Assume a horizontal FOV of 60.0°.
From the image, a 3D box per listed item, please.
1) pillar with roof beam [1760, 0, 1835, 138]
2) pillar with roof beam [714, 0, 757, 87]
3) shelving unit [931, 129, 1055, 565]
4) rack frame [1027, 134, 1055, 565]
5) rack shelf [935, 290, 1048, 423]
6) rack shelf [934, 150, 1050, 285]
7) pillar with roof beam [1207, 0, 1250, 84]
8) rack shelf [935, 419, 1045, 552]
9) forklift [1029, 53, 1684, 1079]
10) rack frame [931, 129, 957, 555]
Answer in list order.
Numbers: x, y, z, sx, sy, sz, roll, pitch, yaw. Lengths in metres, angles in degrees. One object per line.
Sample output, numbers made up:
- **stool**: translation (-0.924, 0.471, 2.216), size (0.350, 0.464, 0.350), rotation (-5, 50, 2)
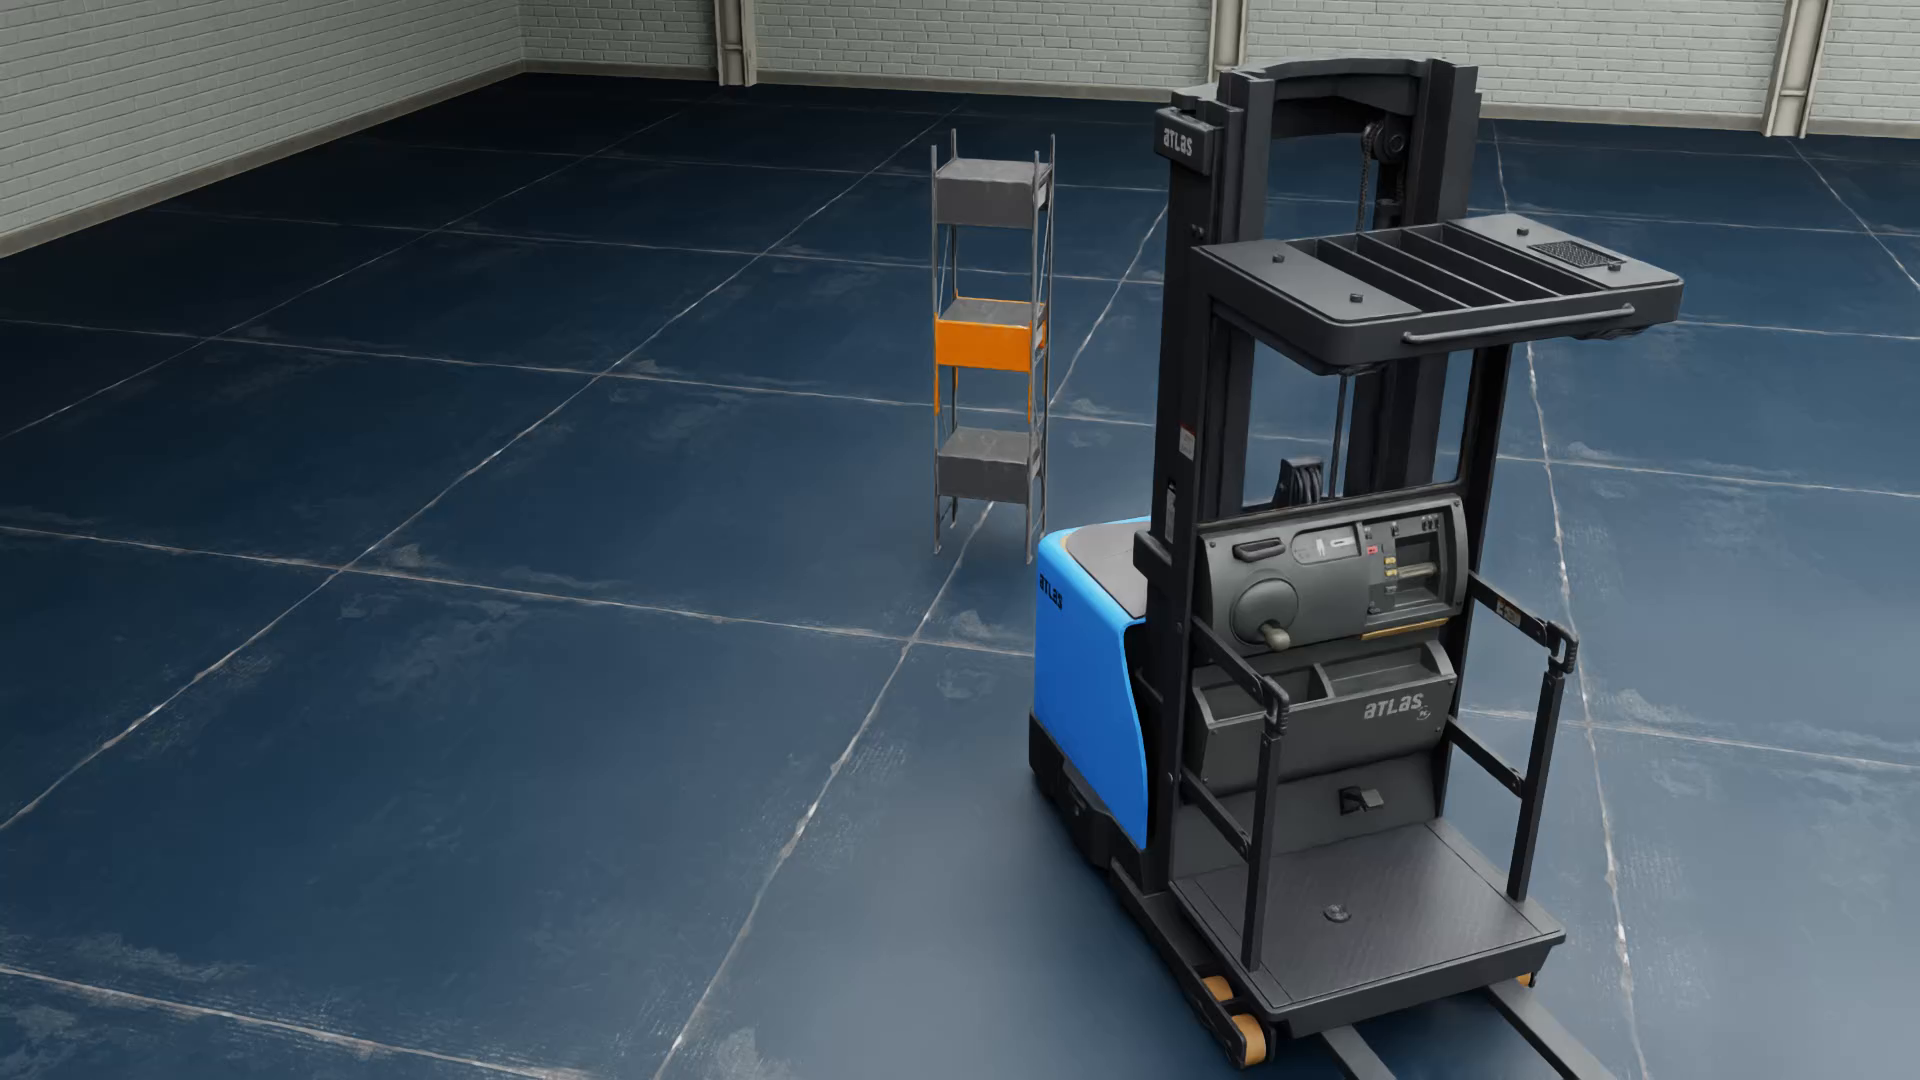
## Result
- **pillar with roof beam**: translation (7.798, -6.646, 12.241), size (0.400, 9.000, 9.100), rotation (6, 26, 13)
- **pillar with roof beam**: translation (-3.824, -7.931, 14.940), size (0.400, 9.000, 9.100), rotation (6, 26, 13)
- **shelving unit**: translation (0.160, -0.930, 8.261), size (0.503, 2.100, 0.431), rotation (6, 26, 13)
- **rack frame**: translation (0.397, -0.904, 8.207), size (0.015, 2.100, 0.400), rotation (6, 26, 13)
- **rack shelf**: translation (0.160, -0.918, 8.267), size (0.480, 0.518, 0.431), rotation (6, 26, 13)
- **rack shelf**: translation (0.160, -1.550, 7.966), size (0.480, 0.518, 0.431), rotation (6, 26, 13)
- **pillar with roof beam**: translation (1.987, -7.289, 13.591), size (0.400, 9.000, 9.100), rotation (6, 26, 13)
- **rack shelf**: translation (0.160, -0.286, 8.568), size (0.480, 0.518, 0.431), rotation (6, 26, 13)
- **forklift**: translation (1.266, 0.139, 5.048), size (1.130, 2.935, 3.031), rotation (-9, 27, -18)
- **rack frame**: translation (-0.076, -0.956, 8.316), size (0.015, 2.100, 0.400), rotation (6, 26, 13)
